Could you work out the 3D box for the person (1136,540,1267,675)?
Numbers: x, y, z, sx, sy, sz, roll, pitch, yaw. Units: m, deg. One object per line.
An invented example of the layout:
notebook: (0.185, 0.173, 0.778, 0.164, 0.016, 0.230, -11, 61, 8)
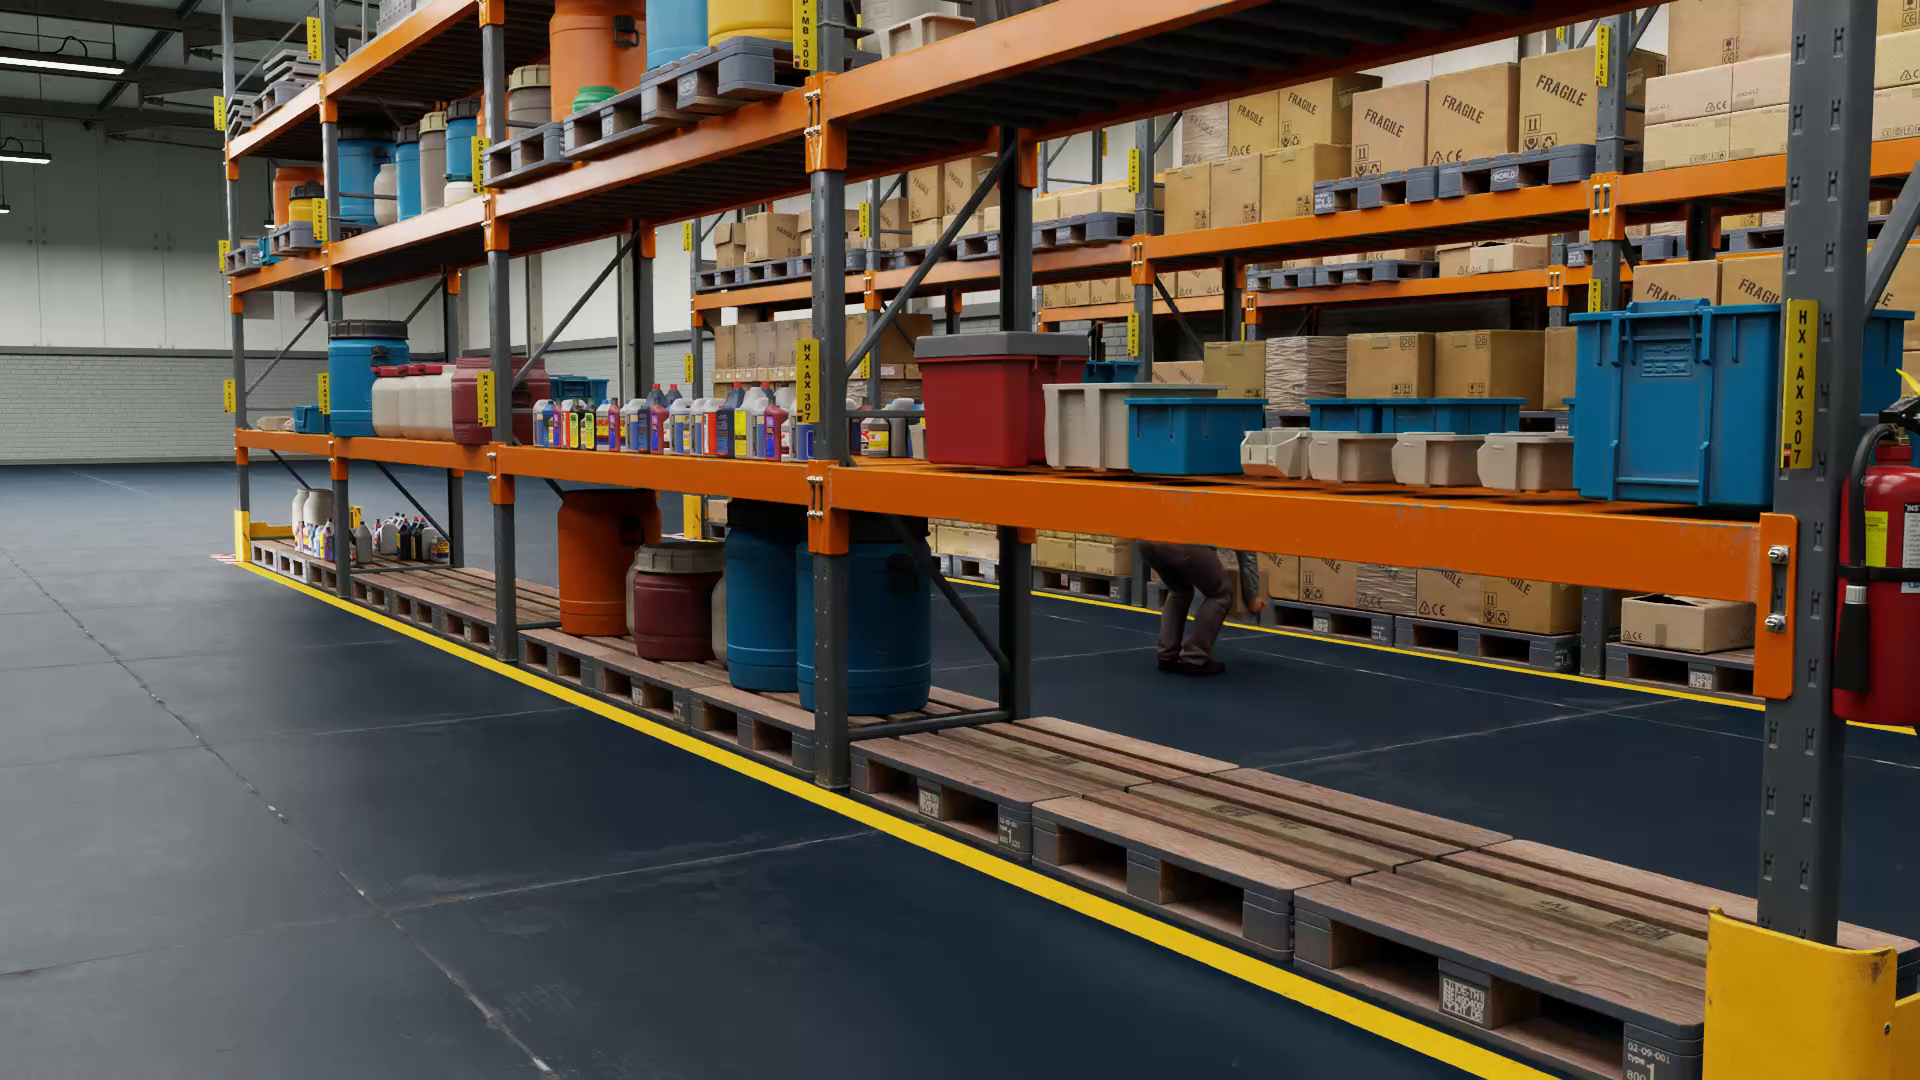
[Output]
person: (1.442, 0.206, 9.732, 0.945, 1.109, 0.480, -3, 6, -36)
